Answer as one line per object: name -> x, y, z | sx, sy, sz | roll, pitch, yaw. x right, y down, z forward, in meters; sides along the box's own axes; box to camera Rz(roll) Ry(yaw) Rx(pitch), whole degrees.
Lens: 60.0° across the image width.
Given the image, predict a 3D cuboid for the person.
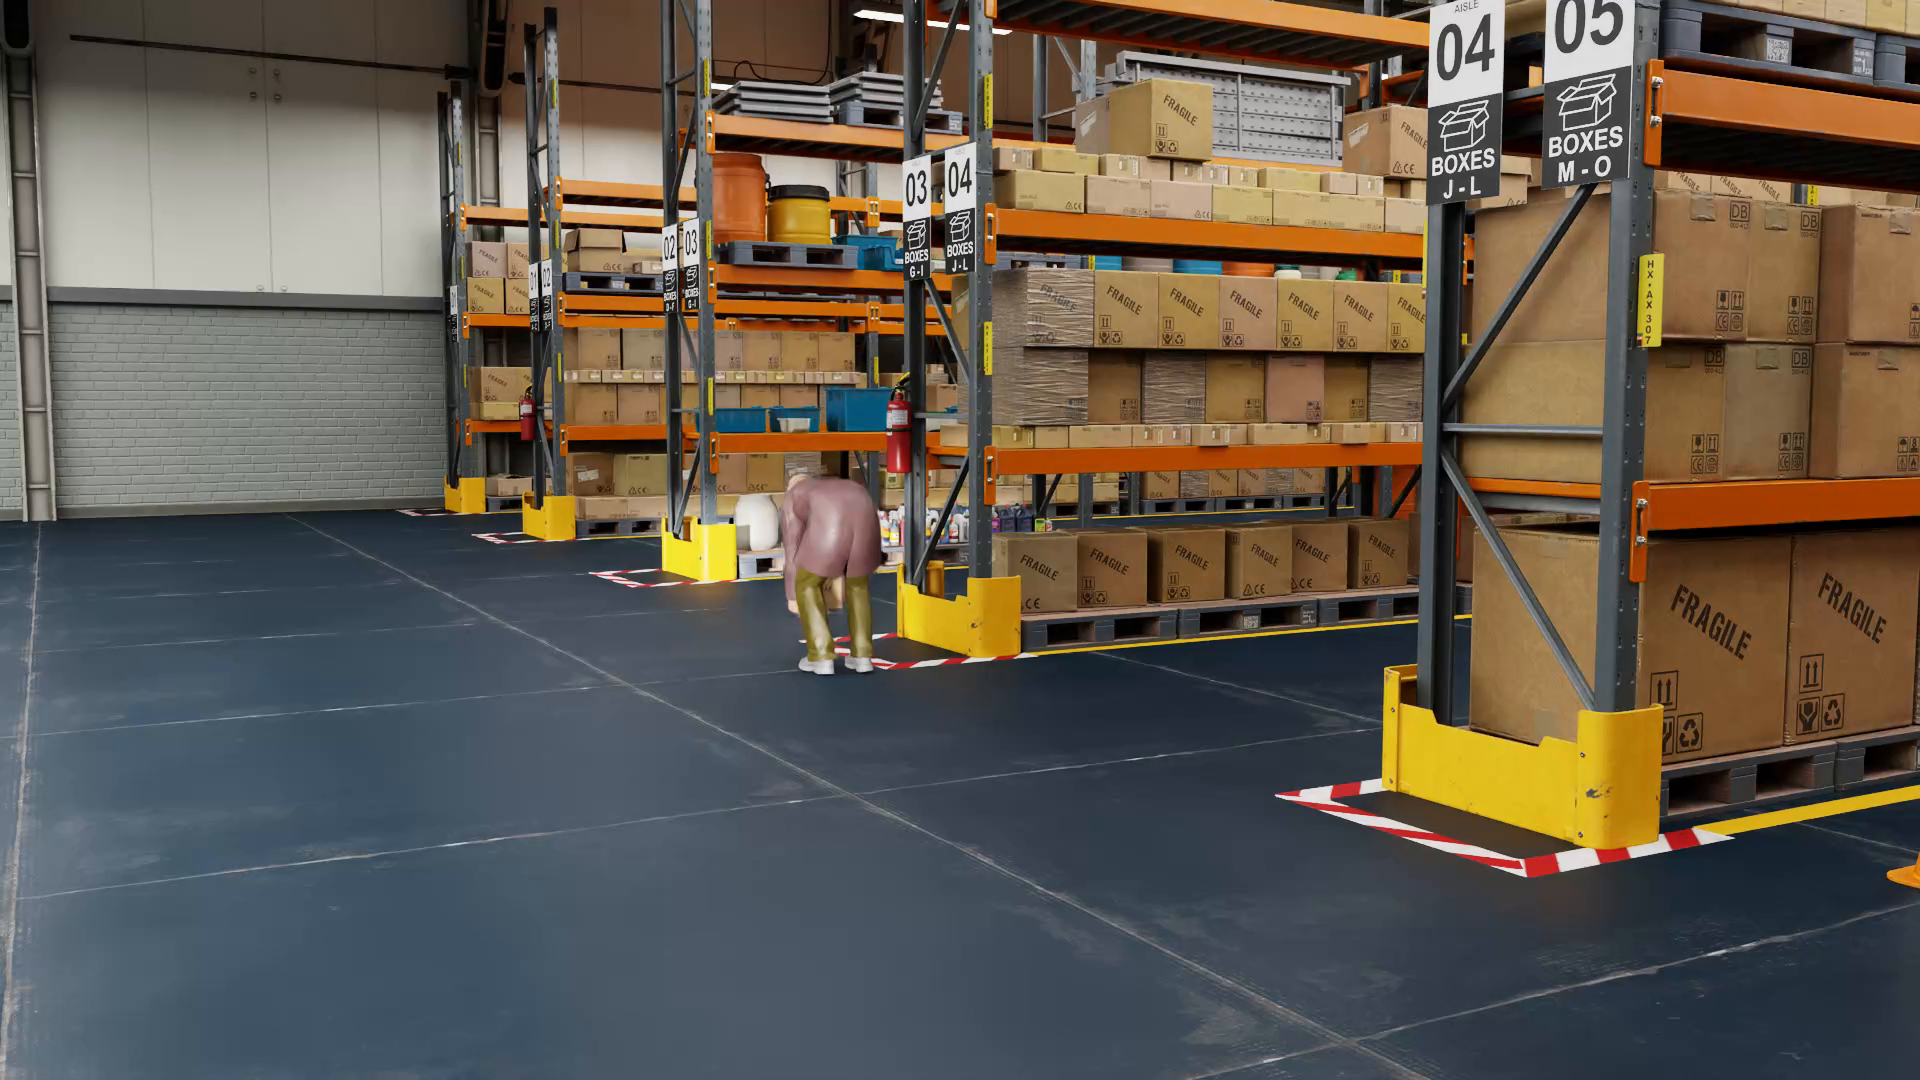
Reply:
person -> -0.761, -0.104, 9.928 | 0.526, 1.776, 0.554 | -2, 5, -23
